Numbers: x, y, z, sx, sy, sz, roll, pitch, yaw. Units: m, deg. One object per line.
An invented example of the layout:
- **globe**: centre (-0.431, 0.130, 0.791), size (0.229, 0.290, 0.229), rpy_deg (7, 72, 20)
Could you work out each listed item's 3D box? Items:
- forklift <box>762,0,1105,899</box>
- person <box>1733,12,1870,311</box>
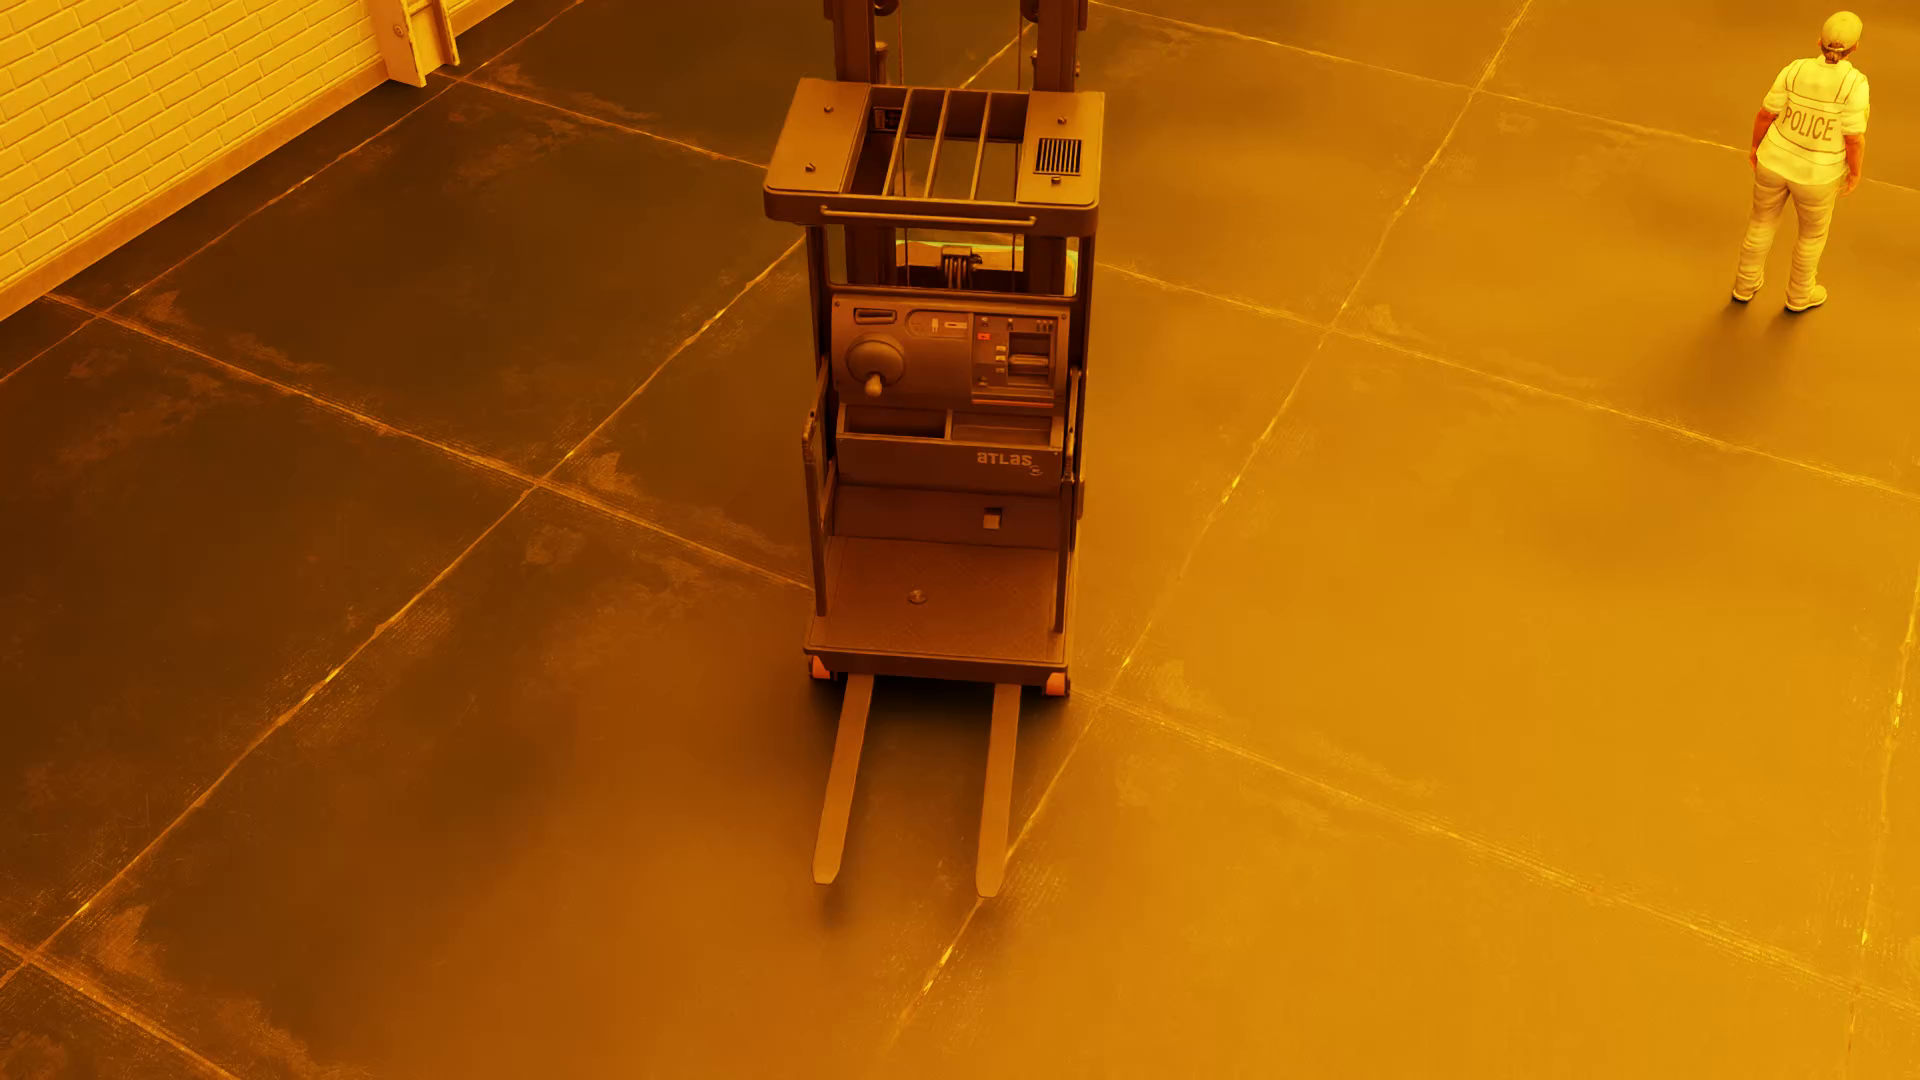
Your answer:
- **forklift**: centre (-0.059, -0.651, 6.345), size (1.130, 2.935, 3.031), rpy_deg (4, 43, 4)
- **person**: centre (4.423, -1.968, 8.655), size (0.598, 1.670, 0.529), rpy_deg (34, 53, 30)
